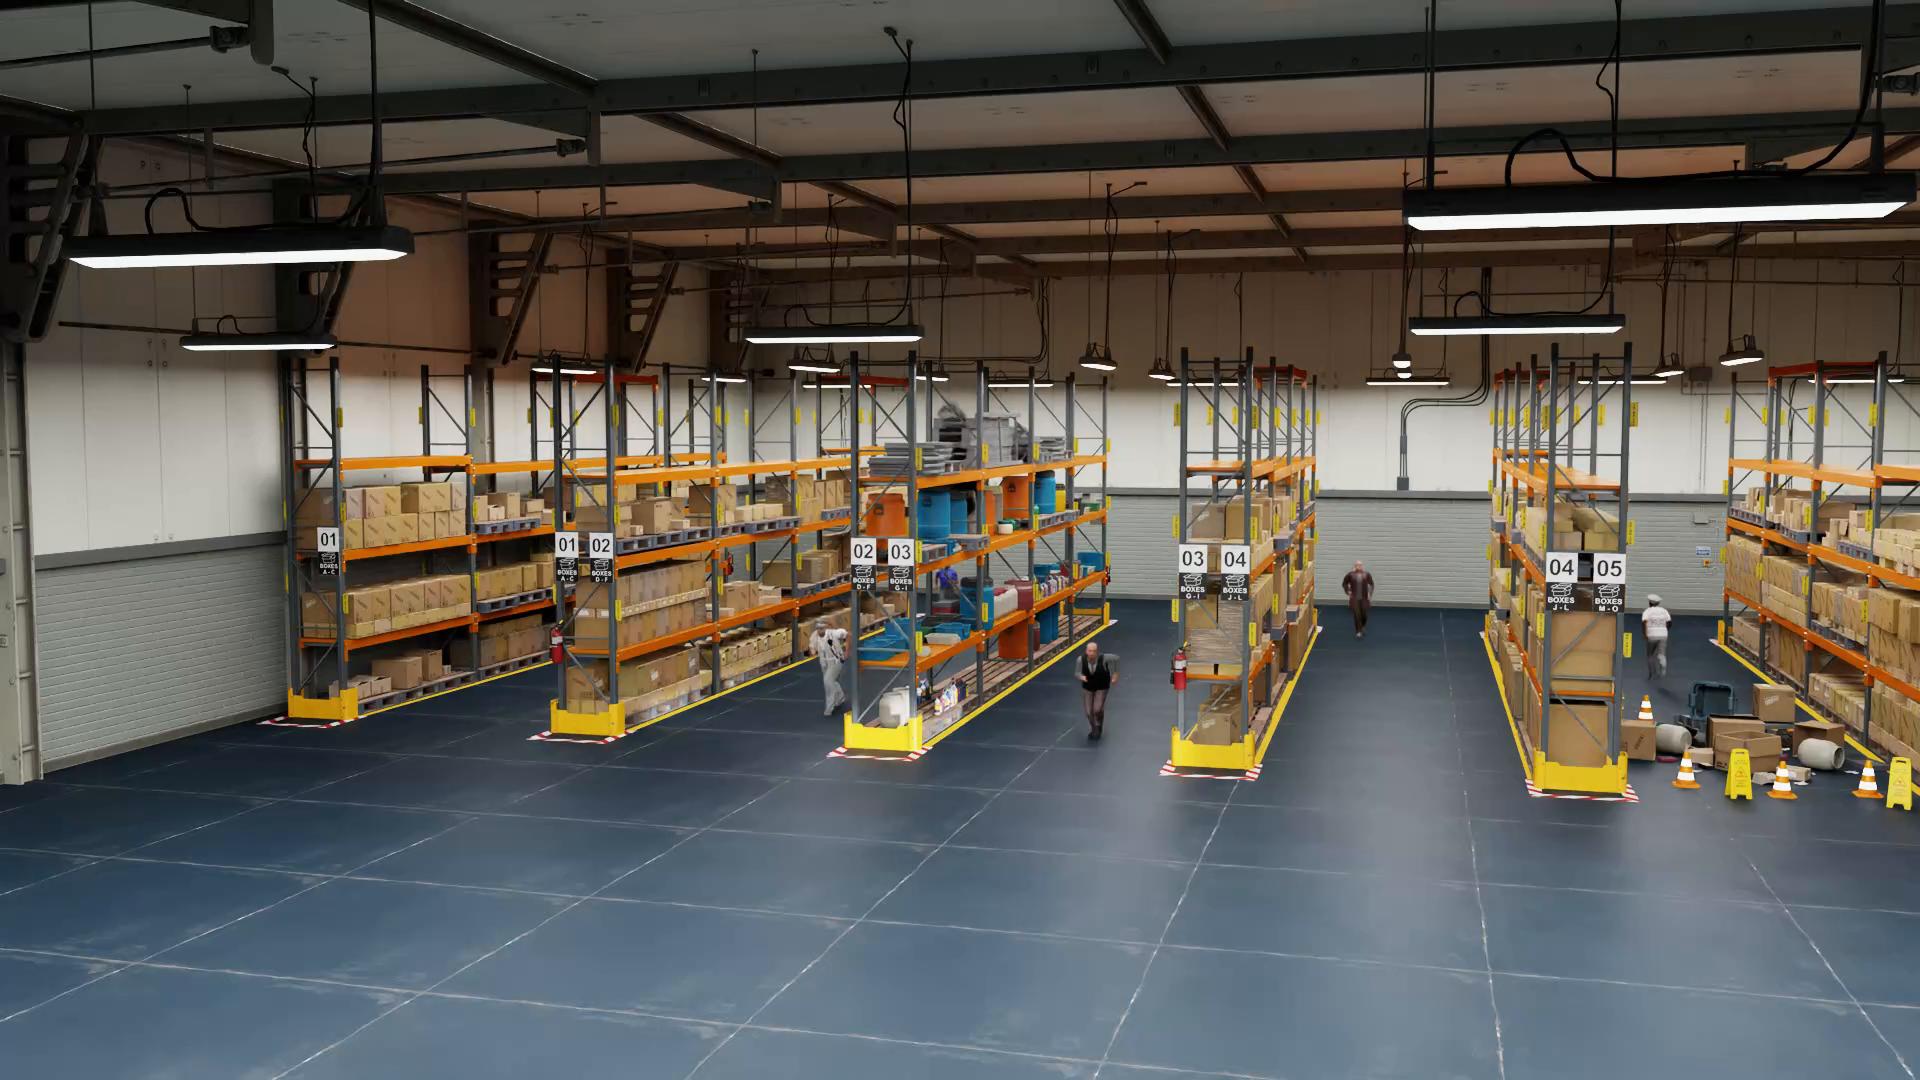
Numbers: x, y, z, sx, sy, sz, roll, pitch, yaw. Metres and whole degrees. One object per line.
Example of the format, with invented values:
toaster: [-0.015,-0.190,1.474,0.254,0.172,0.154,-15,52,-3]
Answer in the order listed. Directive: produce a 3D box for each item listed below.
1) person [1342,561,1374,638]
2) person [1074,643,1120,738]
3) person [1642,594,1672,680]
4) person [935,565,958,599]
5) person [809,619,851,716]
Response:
person: [9.107,1.342,38.069,0.723,1.748,0.646,1,4,9]
person: [2.125,2.326,25.738,0.690,1.548,0.915,1,4,14]
person: [13.155,1.891,31.400,0.573,1.683,1.006,1,4,10]
person: [-0.321,1.283,39.361,0.553,1.713,0.790,0,4,0]
person: [-2.168,2.148,28.206,0.705,1.708,1.021,2,5,23]
